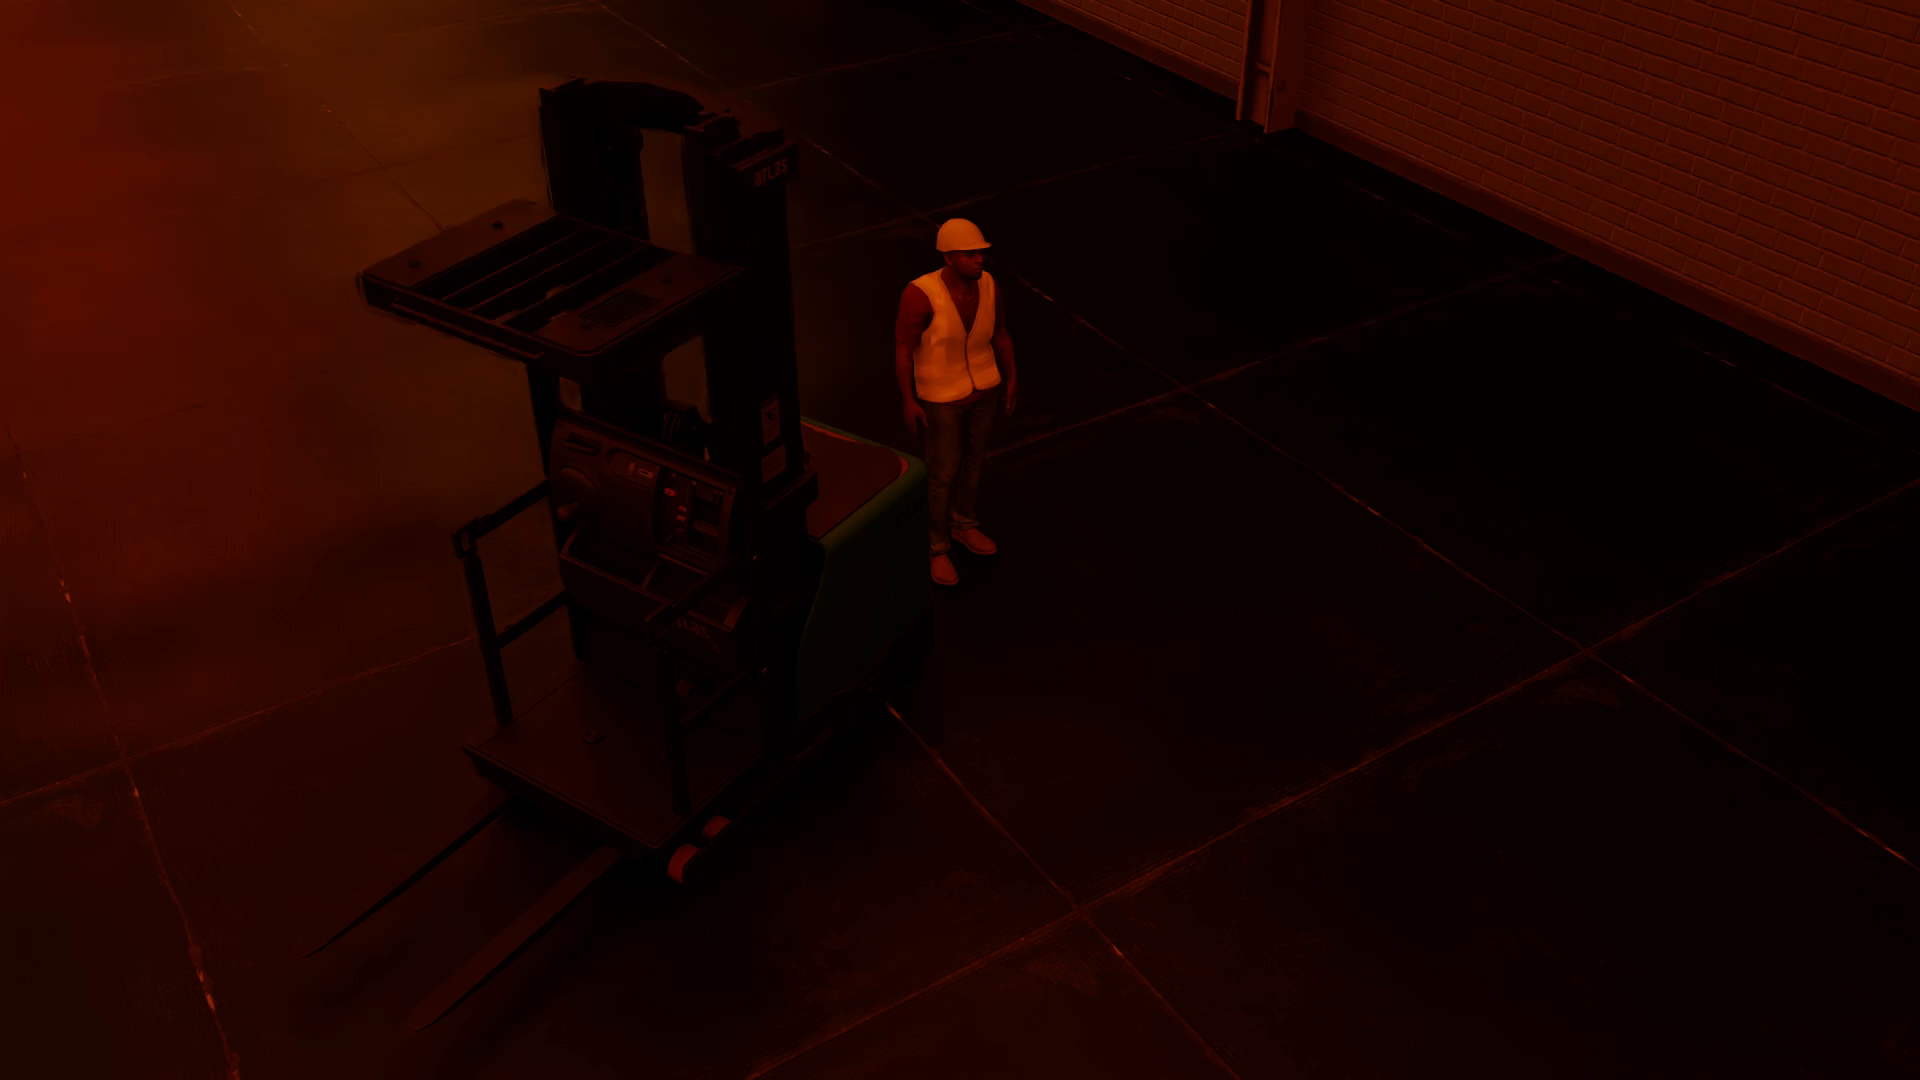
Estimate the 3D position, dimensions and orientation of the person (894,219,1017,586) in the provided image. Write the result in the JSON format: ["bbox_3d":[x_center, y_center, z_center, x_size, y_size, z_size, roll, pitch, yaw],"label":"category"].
[{"bbox_3d":[0.033,-0.693,8.135,0.666,1.765,0.577,-21,40,-27],"label":"person"}]

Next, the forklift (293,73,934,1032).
[{"bbox_3d":[-1.356,-0.119,6.316,1.130,2.935,3.031,21,40,27],"label":"forklift"}]
